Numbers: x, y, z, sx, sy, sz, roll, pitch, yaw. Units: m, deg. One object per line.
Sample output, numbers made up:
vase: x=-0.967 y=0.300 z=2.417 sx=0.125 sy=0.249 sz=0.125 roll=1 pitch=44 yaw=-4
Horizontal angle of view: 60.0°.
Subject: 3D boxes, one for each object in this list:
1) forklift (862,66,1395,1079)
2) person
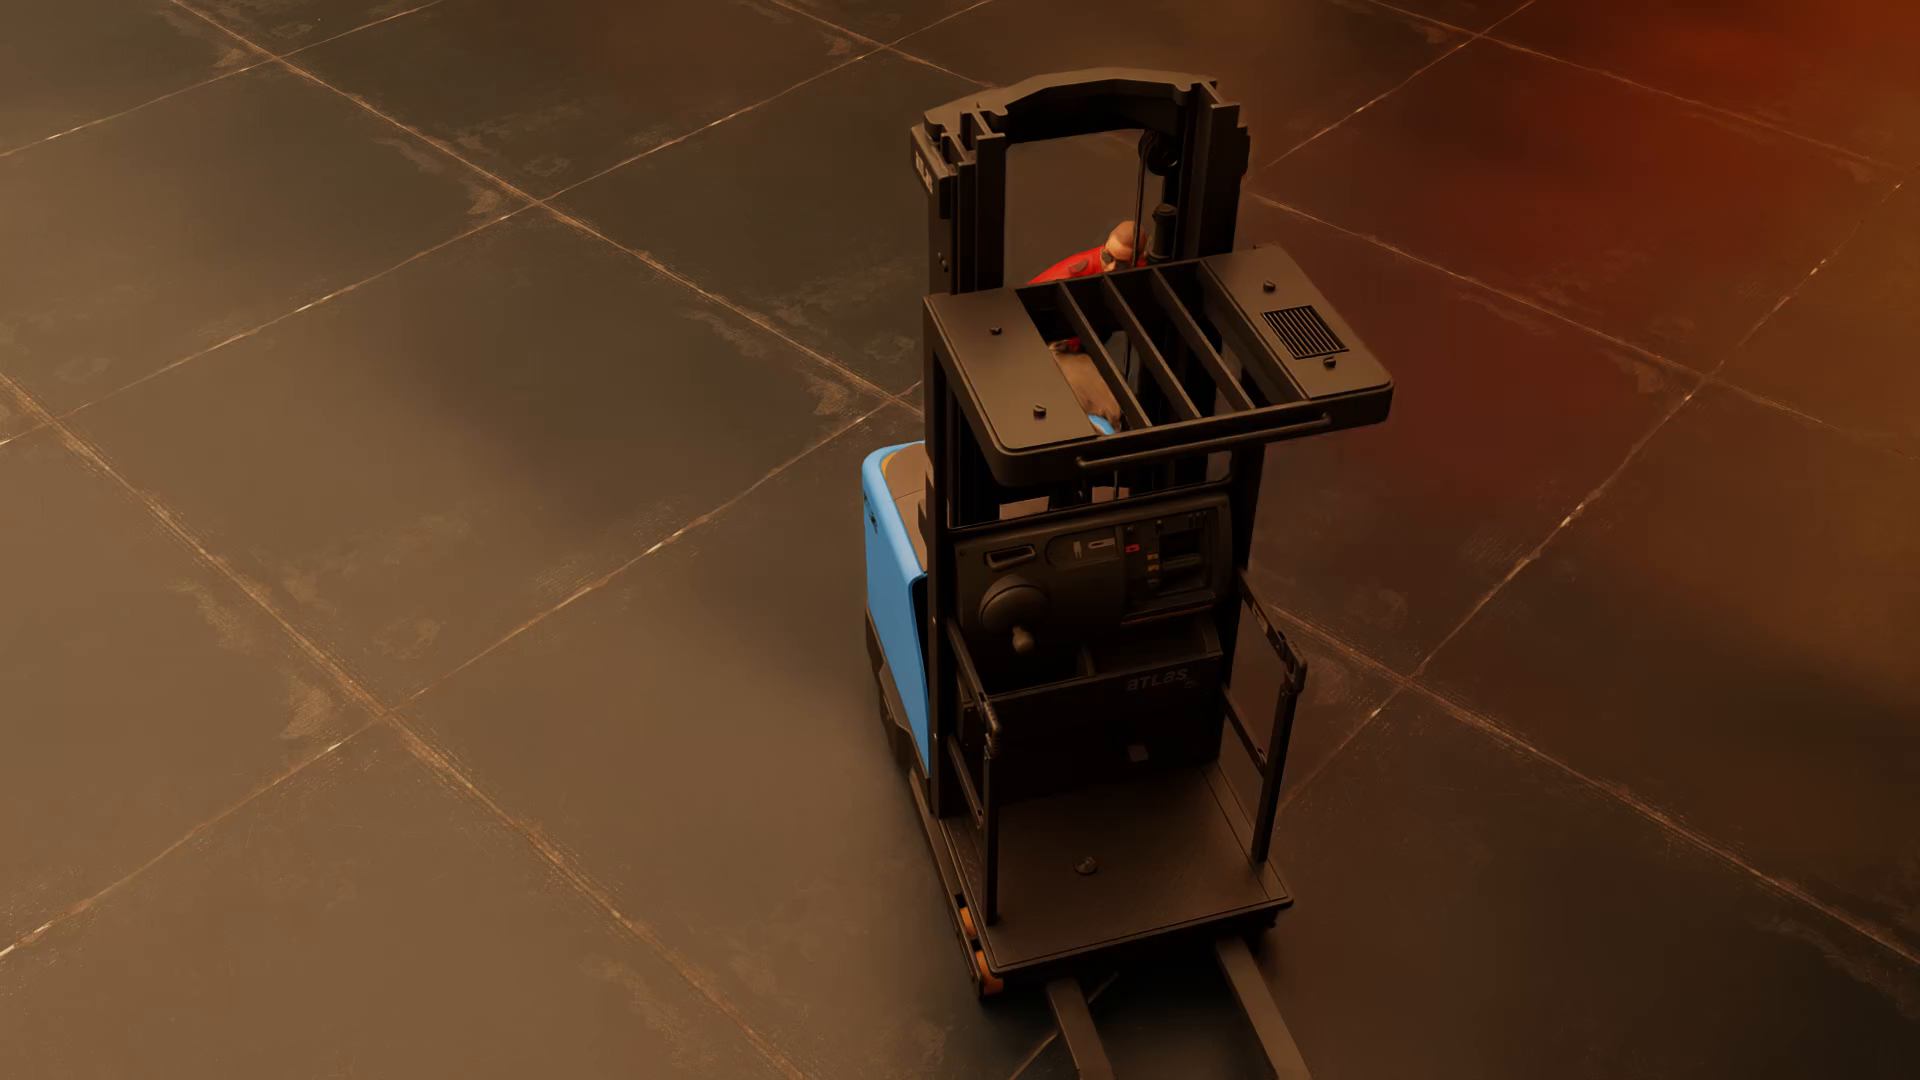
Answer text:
forklift: x=0.499 y=0.191 z=5.206 sx=1.130 sy=2.935 sz=3.031 roll=-11 pitch=42 yaw=-12
person: x=0.584 y=-0.703 z=7.351 sx=0.966 sy=1.486 sz=0.997 roll=29 pitch=48 yaw=29
